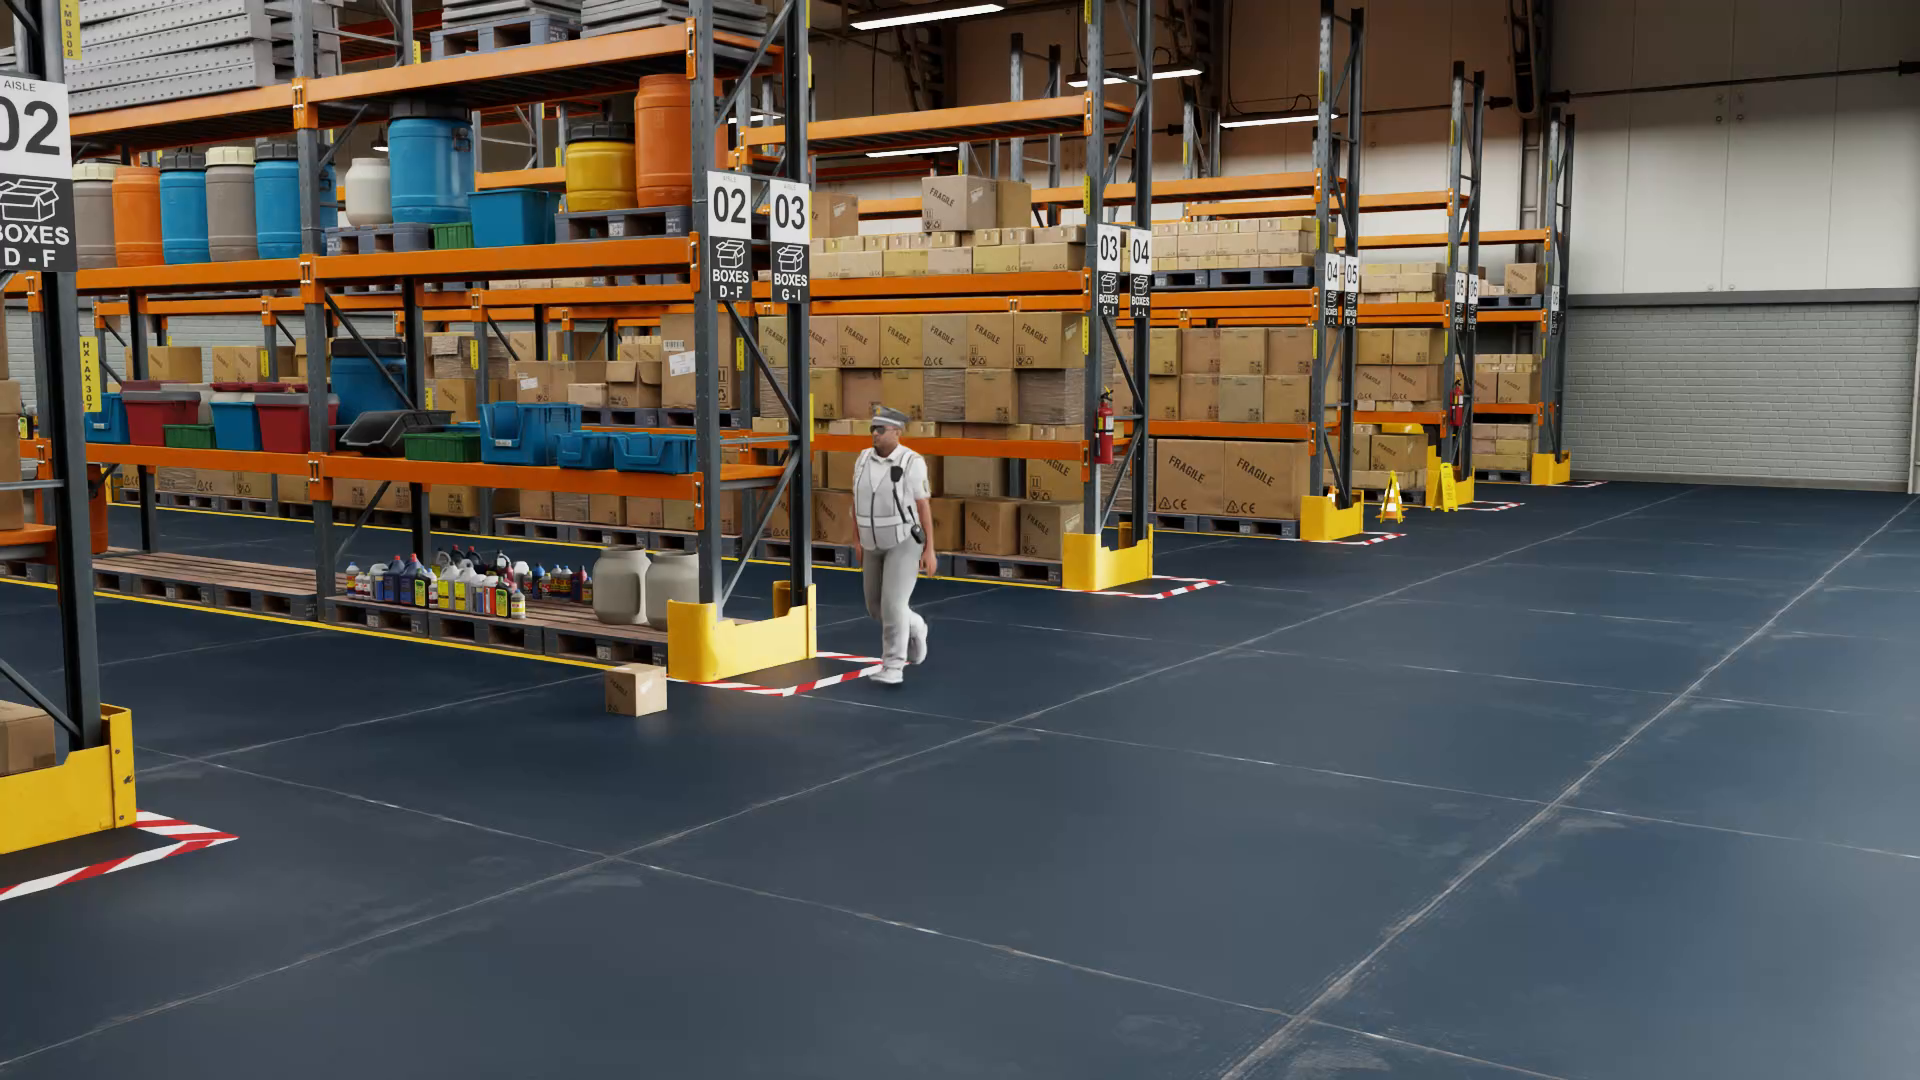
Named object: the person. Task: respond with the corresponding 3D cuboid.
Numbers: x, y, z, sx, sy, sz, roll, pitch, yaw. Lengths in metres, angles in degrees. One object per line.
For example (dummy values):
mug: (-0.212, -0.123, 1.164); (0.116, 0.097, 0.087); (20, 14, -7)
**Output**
person: (-0.404, 0.012, 10.551); (0.591, 1.741, 0.854); (4, 7, 32)
